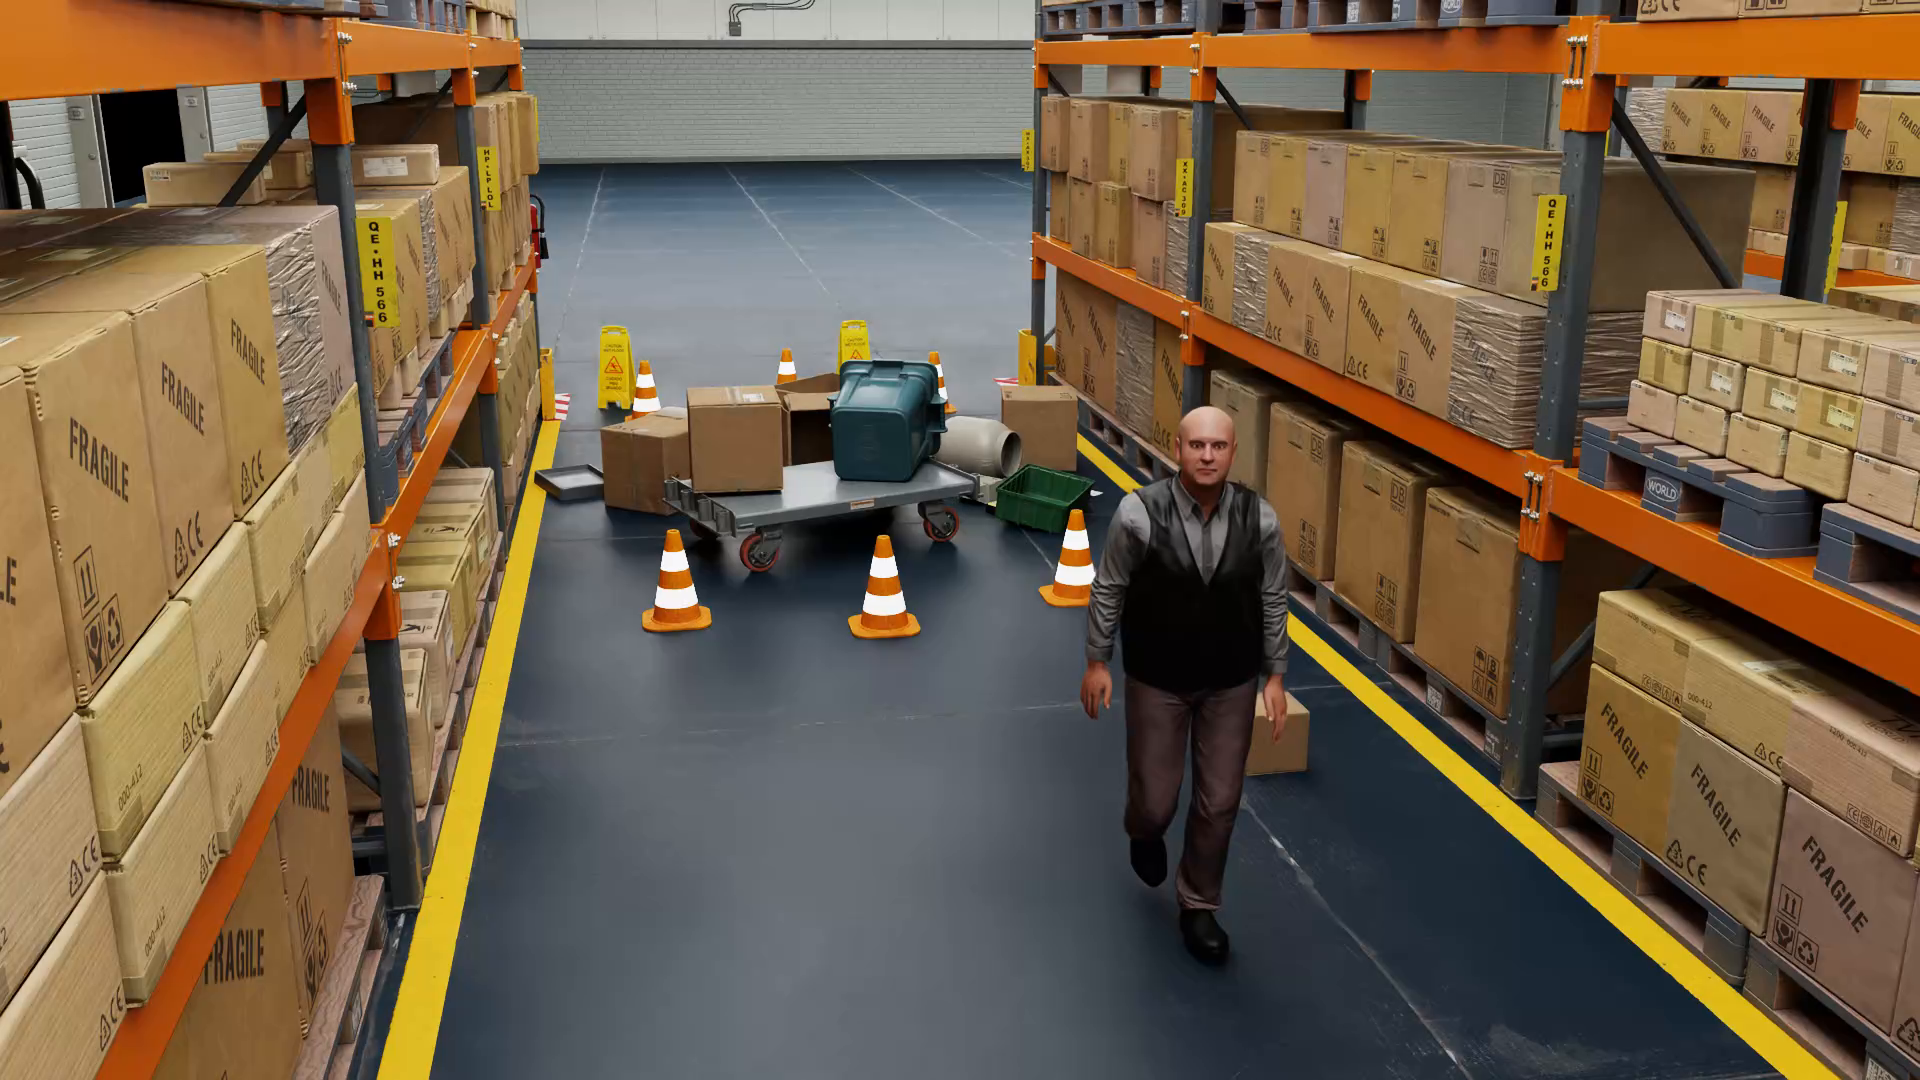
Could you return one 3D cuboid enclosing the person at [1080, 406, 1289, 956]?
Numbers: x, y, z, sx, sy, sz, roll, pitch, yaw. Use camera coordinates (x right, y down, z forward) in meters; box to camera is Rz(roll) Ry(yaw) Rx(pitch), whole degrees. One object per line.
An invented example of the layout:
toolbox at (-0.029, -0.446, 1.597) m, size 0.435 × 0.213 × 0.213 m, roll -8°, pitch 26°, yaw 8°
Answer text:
person at (0.678, 0.409, 5.138) m, size 0.611 × 1.703 × 0.592 m, roll -1°, pitch 16°, yaw -5°
